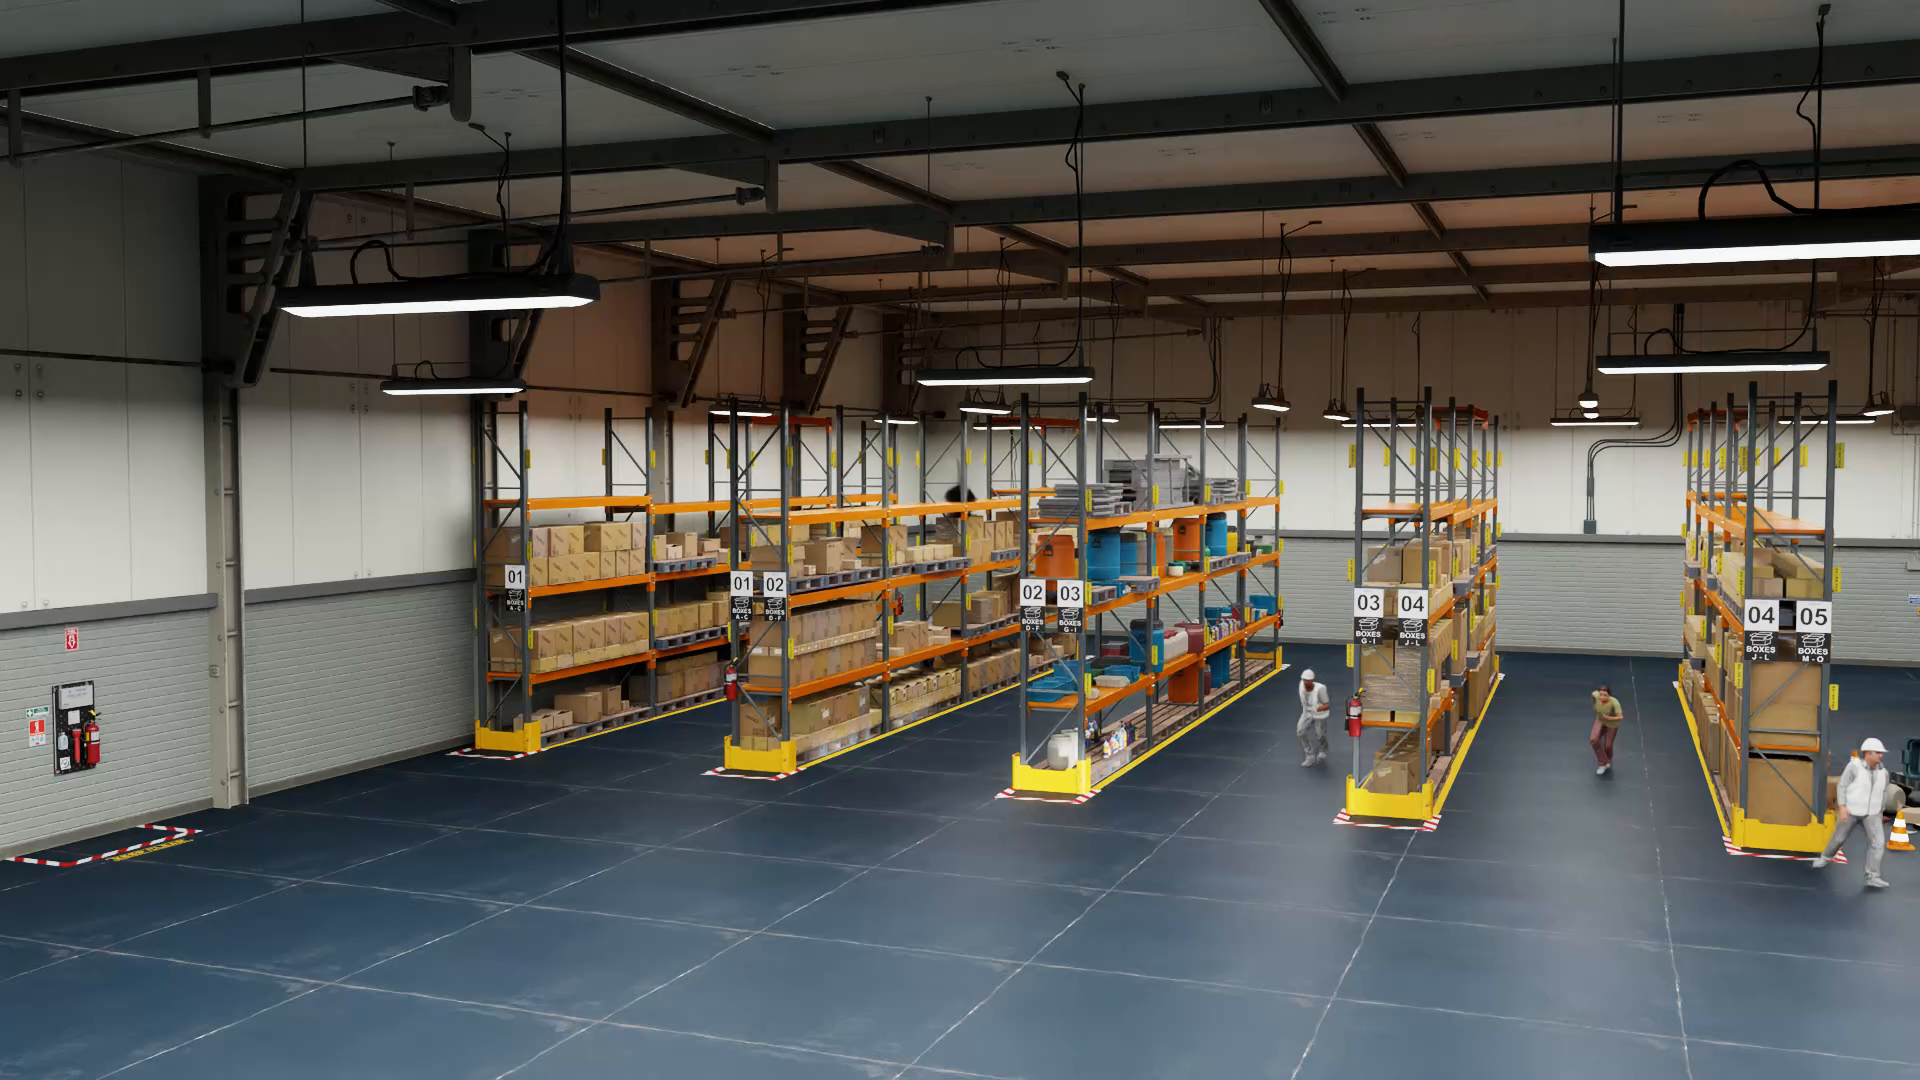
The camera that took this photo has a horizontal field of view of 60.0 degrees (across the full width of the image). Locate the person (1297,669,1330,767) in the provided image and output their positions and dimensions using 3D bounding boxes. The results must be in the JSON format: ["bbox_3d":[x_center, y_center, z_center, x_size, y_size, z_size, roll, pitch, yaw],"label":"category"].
[{"bbox_3d":[5.784,2.860,27.053,0.694,1.593,1.125,2,3,37],"label":"person"}]

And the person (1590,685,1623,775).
[{"bbox_3d":[10.368,2.994,26.597,0.567,1.460,1.099,2,3,34],"label":"person"}]

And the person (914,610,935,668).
[{"bbox_3d":[-0.795,2.343,38.828,0.608,1.541,0.834,1,3,15],"label":"person"}]

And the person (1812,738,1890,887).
[{"bbox_3d":[10.601,3.176,19.670,0.653,1.721,0.990,0,3,-1],"label":"person"}]
